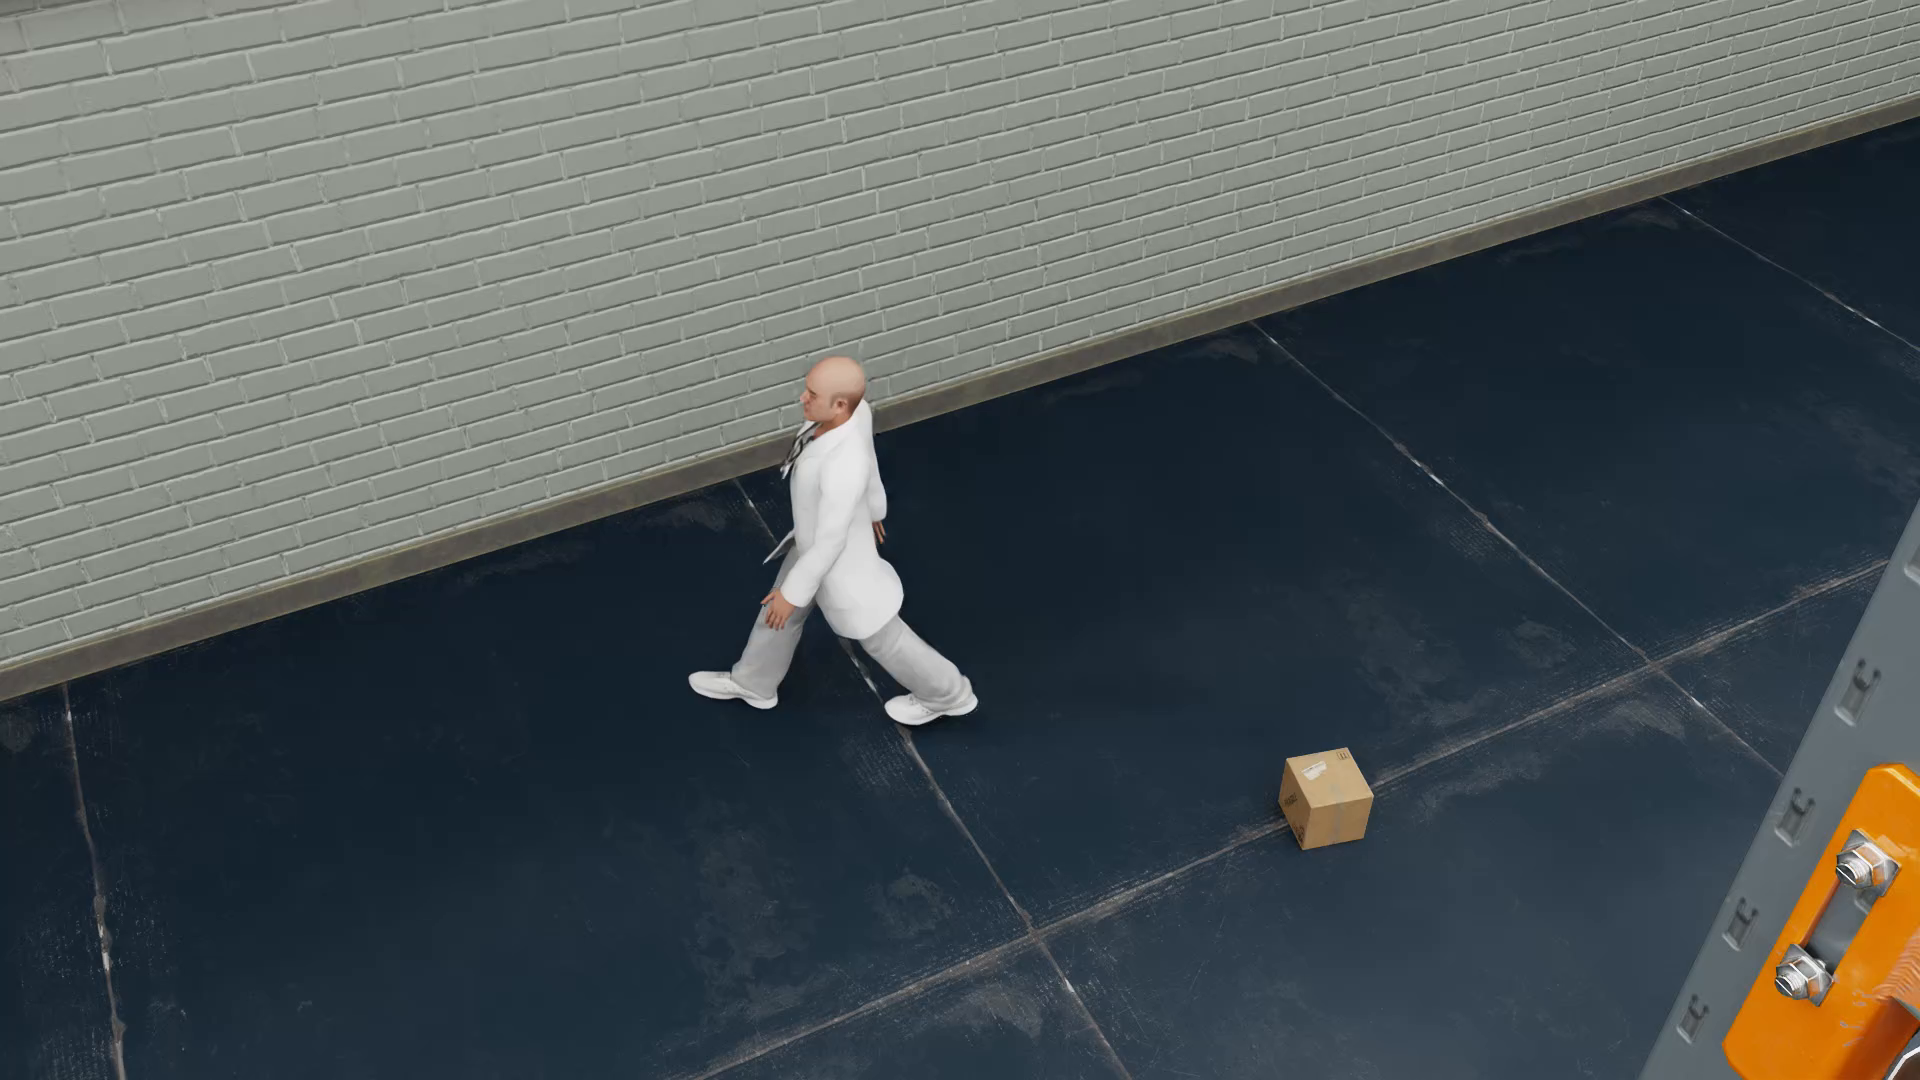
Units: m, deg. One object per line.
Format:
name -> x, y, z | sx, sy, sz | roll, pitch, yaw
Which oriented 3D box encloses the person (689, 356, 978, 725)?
person -> -0.514, 0.052, 6.243 | 1.157, 1.718, 0.612 | -5, 41, -6
